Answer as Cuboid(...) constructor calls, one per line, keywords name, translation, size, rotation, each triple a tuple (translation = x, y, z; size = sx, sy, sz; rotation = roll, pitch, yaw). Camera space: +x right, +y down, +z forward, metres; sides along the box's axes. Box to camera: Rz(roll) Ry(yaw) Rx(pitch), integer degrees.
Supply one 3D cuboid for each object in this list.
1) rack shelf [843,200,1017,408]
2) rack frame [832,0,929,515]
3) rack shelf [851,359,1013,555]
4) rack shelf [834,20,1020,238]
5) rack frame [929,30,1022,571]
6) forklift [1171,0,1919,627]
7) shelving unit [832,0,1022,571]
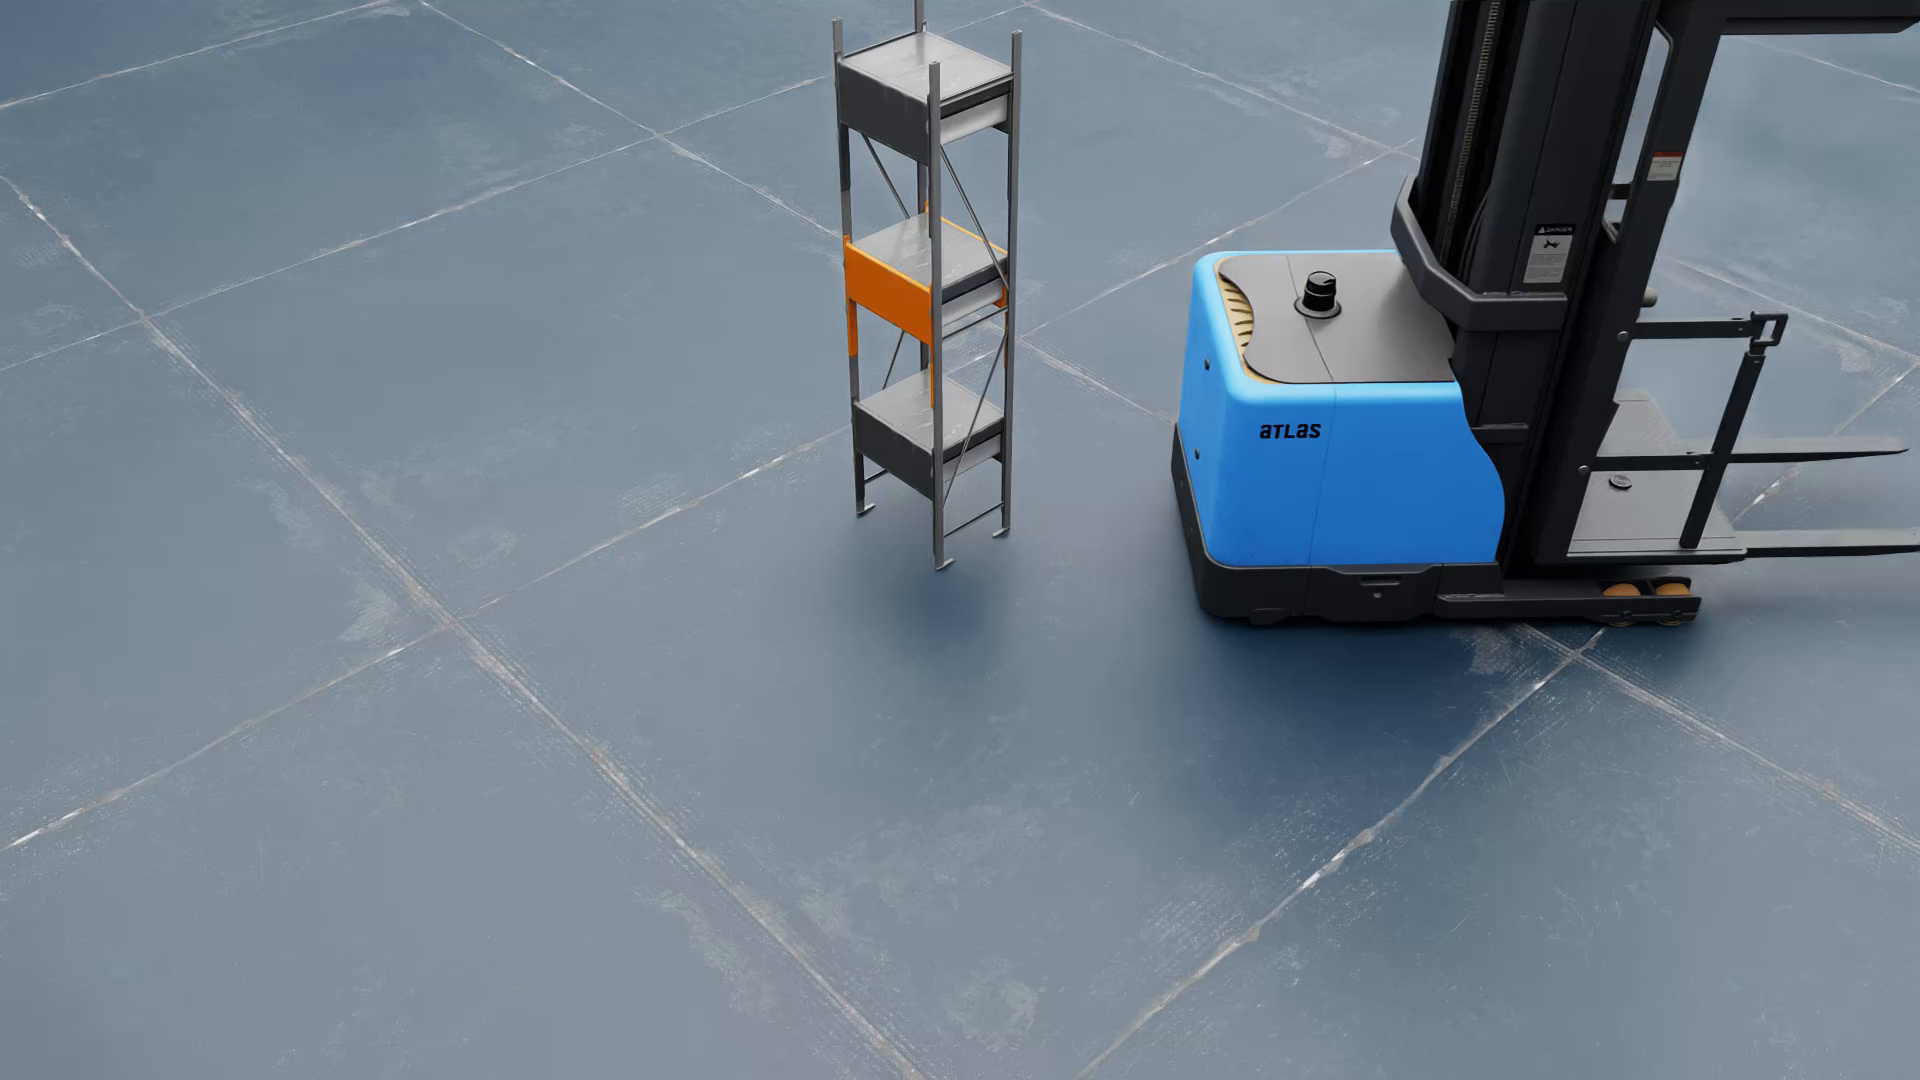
Cuboid(name="rack shelf", translation=(-0.112, -0.883, 6.194), size=(0.431, 0.518, 0.480), rotation=(-30, 48, -32))
Cuboid(name="rack frame", translation=(-0.277, -1.006, 6.325), size=(0.400, 2.100, 0.015), rotation=(-30, 48, -32))
Cuboid(name="rack shelf", translation=(-0.112, -0.338, 6.634), size=(0.431, 0.518, 0.480), rotation=(-30, 48, -32))
Cuboid(name="rack shelf", translation=(-0.112, -1.427, 5.754), size=(0.431, 0.518, 0.480), rotation=(-30, 48, -32))
Cuboid(name="rack frame", translation=(0.053, -0.781, 6.045), size=(0.400, 2.100, 0.015), rotation=(-30, 48, -32))
Cuboid(name="forklift", translation=(2.414, -1.144, 5.834), size=(3.031, 2.935, 1.130), rotation=(-1, 39, -1))
Cuboid(name="shelving unit", translation=(-0.112, -0.893, 6.185), size=(0.431, 2.100, 0.503), rotation=(-30, 48, -32))
